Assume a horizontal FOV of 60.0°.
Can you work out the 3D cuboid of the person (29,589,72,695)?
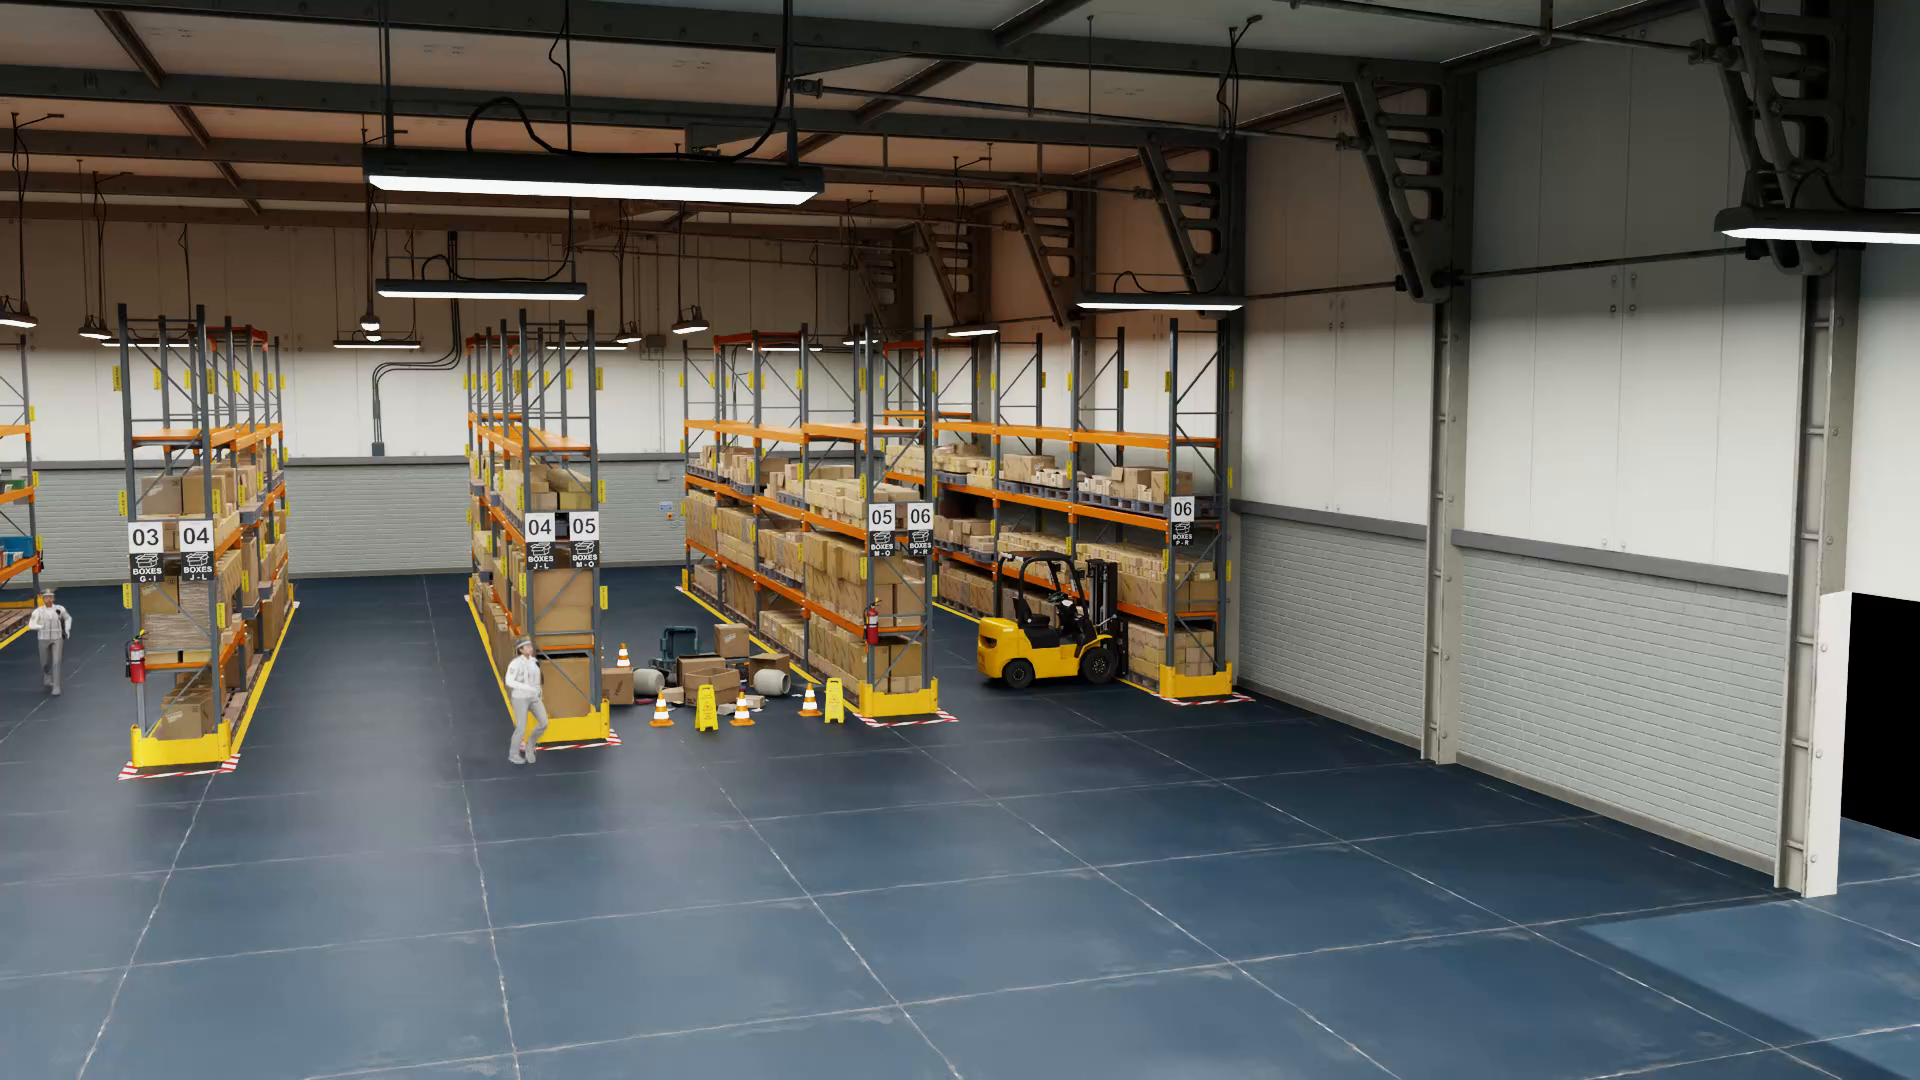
[{"bbox_3d":[-14.629,1.610,26.769,0.615,1.669,0.916,-3,6,-28],"label":"person"}]

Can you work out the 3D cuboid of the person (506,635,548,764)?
[{"bbox_3d":[-5.662,2.096,21.844,0.544,1.680,0.631,4,7,36],"label":"person"}]
